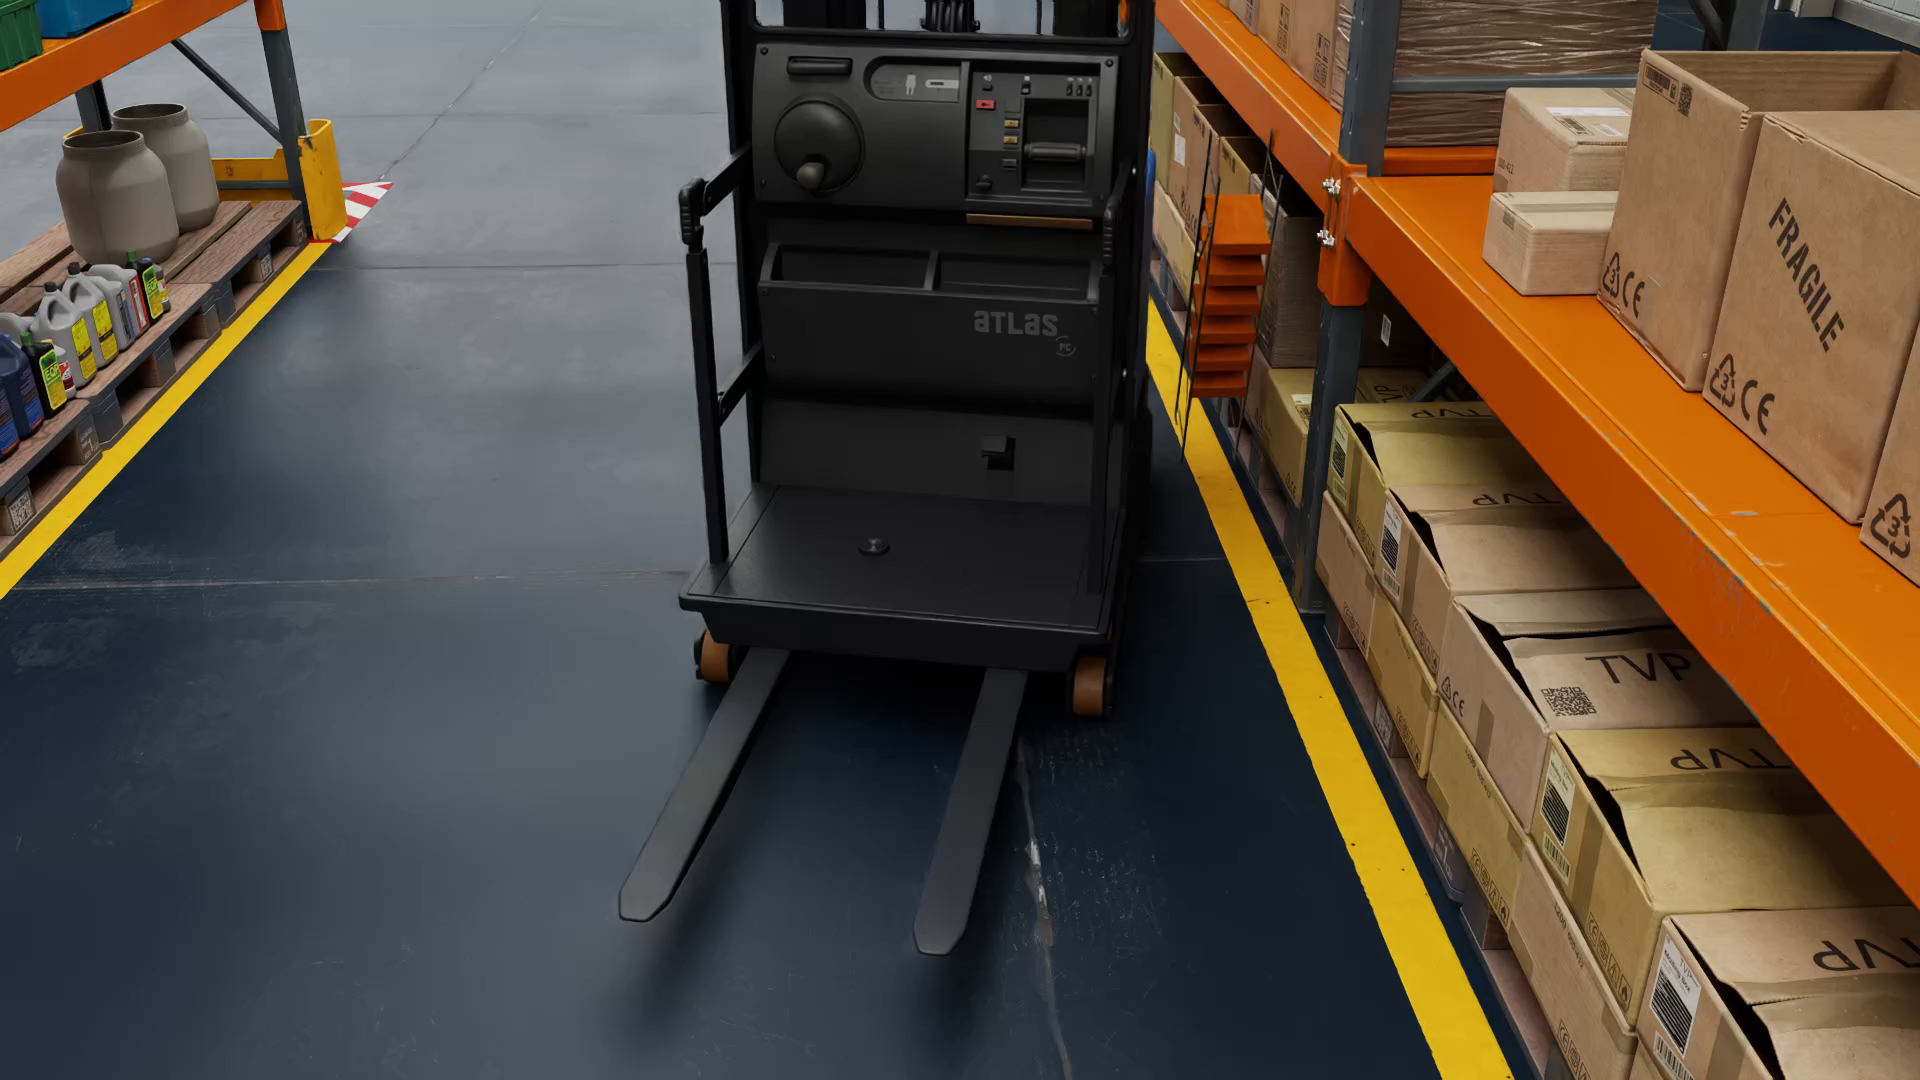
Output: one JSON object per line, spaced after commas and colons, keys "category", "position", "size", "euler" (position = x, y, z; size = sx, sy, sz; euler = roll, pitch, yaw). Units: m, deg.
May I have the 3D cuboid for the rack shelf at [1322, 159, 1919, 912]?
{"category": "rack shelf", "position": [1.587, 0.095, 2.601], "size": [1.077, 0.370, 4.000], "euler": [-1, 28, -3]}

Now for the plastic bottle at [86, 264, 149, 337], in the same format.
{"category": "plastic bottle", "position": [-3.154, -0.909, 6.220], "size": [0.152, 0.276, 0.135], "euler": [-1, 28, -2]}

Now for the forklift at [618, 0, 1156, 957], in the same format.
{"category": "forklift", "position": [-0.102, -1.012, 4.022], "size": [1.130, 2.935, 3.031], "euler": [4, 28, 8]}

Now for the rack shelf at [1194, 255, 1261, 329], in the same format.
{"category": "rack shelf", "position": [0.850, -0.798, 5.306], "size": [0.180, 0.103, 0.258], "euler": [-1, 49, 0]}

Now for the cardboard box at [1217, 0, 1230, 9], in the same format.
{"category": "cardboard box", "position": [1.337, -2.351, 6.406], "size": [0.700, 0.500, 0.500], "euler": [-1, 28, -2]}

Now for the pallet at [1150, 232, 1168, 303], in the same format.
{"category": "pallet", "position": [1.355, -1.406, 7.717], "size": [1.003, 0.211, 1.213], "euler": [-1, 28, -3]}

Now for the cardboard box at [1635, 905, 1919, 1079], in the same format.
{"category": "cardboard box", "position": [1.361, 0.775, 2.433], "size": [0.500, 0.311, 0.500], "euler": [-2, 28, -3]}

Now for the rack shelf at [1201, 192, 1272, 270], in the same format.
{"category": "rack shelf", "position": [0.848, -0.955, 5.124], "size": [0.180, 0.103, 0.258], "euler": [-1, 49, 0]}

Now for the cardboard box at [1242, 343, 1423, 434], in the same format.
{"category": "cardboard box", "position": [1.223, -0.554, 5.588], "size": [0.500, 0.250, 0.500], "euler": [-1, 28, -3]}

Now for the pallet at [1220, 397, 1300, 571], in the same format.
{"category": "pallet", "position": [1.483, -0.279, 5.557], "size": [1.003, 0.211, 1.213], "euler": [-1, 28, -3]}

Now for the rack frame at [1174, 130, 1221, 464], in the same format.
{"category": "rack frame", "position": [0.759, -0.747, 5.363], "size": [0.006, 1.200, 0.240], "euler": [-1, 49, 0]}

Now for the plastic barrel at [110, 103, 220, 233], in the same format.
{"category": "plastic barrel", "position": [-3.563, -1.658, 7.421], "size": [0.421, 0.512, 0.421], "euler": [0, 28, 0]}

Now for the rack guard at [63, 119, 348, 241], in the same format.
{"category": "rack guard", "position": [-3.623, -1.734, 8.035], "size": [1.175, 0.500, 0.348], "euler": [-1, 28, -3]}

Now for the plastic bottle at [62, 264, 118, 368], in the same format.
{"category": "plastic bottle", "position": [-3.134, -0.802, 5.933], "size": [0.144, 0.351, 0.185], "euler": [0, 28, -1]}

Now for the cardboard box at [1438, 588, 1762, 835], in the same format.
{"category": "cardboard box", "position": [1.304, 0.304, 3.336], "size": [0.500, 0.311, 0.500], "euler": [-2, 28, -4]}

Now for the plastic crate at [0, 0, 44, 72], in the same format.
{"category": "plastic crate", "position": [-3.254, -1.569, 5.244], "size": [0.450, 0.188, 0.662], "euler": [-1, 28, -3]}

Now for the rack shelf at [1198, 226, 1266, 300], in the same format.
{"category": "rack shelf", "position": [0.849, -0.876, 5.215], "size": [0.180, 0.103, 0.258], "euler": [-1, 49, 0]}

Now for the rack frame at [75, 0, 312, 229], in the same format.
{"category": "rack frame", "position": [-3.673, -2.877, 7.522], "size": [1.000, 3.000, 0.127], "euler": [-1, 28, -3]}

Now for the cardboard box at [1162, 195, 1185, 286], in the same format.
{"category": "cardboard box", "position": [1.135, -1.247, 6.916], "size": [0.500, 0.250, 0.500], "euler": [-1, 28, -3]}

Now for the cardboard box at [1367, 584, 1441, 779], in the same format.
{"category": "cardboard box", "position": [1.281, 0.314, 3.923], "size": [0.500, 0.250, 0.500], "euler": [-1, 28, -1]}

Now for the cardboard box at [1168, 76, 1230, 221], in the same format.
{"category": "cardboard box", "position": [1.146, -1.580, 6.743], "size": [0.500, 0.500, 0.500], "euler": [-1, 28, -3]}

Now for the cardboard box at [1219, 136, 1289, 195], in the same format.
{"category": "cardboard box", "position": [1.195, -1.118, 5.858], "size": [0.500, 0.500, 0.500], "euler": [-1, 28, -3]}

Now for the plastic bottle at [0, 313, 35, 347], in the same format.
{"category": "plastic bottle", "position": [-3.271, -0.668, 5.756], "size": [0.152, 0.276, 0.135], "euler": [-1, 28, -3]}

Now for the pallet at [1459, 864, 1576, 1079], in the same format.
{"category": "pallet", "position": [1.626, 0.993, 3.117], "size": [1.003, 0.211, 1.213], "euler": [-1, 28, -3]}

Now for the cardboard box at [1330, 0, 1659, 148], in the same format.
{"category": "cardboard box", "position": [1.453, -1.396, 4.575], "size": [0.700, 0.500, 0.500], "euler": [-2, 28, -4]}

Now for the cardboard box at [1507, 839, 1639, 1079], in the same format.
{"category": "cardboard box", "position": [1.337, 0.788, 3.014], "size": [0.500, 0.250, 0.500], "euler": [-1, 28, -2]}

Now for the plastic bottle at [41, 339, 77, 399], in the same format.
{"category": "plastic bottle", "position": [-3.094, -0.585, 5.678], "size": [0.097, 0.201, 0.097], "euler": [0, 28, 0]}

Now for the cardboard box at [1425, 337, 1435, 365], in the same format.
{"category": "cardboard box", "position": [1.737, -0.899, 5.439], "size": [0.500, 0.500, 0.500], "euler": [-1, 28, -3]}

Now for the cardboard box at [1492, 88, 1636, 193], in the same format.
{"category": "cardboard box", "position": [1.552, -0.854, 3.807], "size": [0.500, 0.250, 0.500], "euler": [0, 28, 1]}

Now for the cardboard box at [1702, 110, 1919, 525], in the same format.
{"category": "cardboard box", "position": [1.560, -0.362, 2.592], "size": [0.500, 0.500, 0.500], "euler": [-1, 28, -3]}

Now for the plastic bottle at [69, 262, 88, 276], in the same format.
{"category": "plastic bottle", "position": [-3.260, -0.910, 6.212], "size": [0.061, 0.283, 0.133], "euler": [-1, 28, -3]}

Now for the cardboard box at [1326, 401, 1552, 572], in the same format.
{"category": "cardboard box", "position": [1.255, -0.166, 4.238], "size": [0.500, 0.311, 0.500], "euler": [-1, 28, -2]}

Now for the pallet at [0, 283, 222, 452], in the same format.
{"category": "pallet", "position": [-3.525, -0.669, 6.304], "size": [1.003, 0.211, 1.213], "euler": [-1, 28, -3]}

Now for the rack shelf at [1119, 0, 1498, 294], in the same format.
{"category": "rack shelf", "position": [1.378, -1.752, 6.143], "size": [1.077, 0.370, 4.000], "euler": [-1, 28, -3]}

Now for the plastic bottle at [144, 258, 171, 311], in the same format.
{"category": "plastic bottle", "position": [-3.140, -0.993, 6.461], "size": [0.097, 0.201, 0.097], "euler": [0, 28, 0]}

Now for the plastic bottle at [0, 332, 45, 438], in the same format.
{"category": "plastic bottle", "position": [-3.102, -0.520, 5.392], "size": [0.144, 0.351, 0.185], "euler": [-3, 28, -5]}

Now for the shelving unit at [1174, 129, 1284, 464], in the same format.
{"category": "shelving unit", "position": [0.850, -0.748, 5.363], "size": [0.189, 1.200, 0.258], "euler": [-1, 49, 0]}

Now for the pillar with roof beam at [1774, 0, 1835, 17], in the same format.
{"category": "pillar with roof beam", "position": [2.508, -8.140, 11.127], "size": [9.100, 9.000, 0.400], "euler": [-1, 28, -3]}

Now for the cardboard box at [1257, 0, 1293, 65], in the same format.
{"category": "cardboard box", "position": [1.396, -1.872, 5.487], "size": [0.700, 0.500, 0.500], "euler": [-1, 28, -2]}

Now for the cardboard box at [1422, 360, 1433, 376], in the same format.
{"category": "cardboard box", "position": [1.740, -0.567, 5.612], "size": [0.500, 0.250, 0.500], "euler": [-1, 28, -3]}
